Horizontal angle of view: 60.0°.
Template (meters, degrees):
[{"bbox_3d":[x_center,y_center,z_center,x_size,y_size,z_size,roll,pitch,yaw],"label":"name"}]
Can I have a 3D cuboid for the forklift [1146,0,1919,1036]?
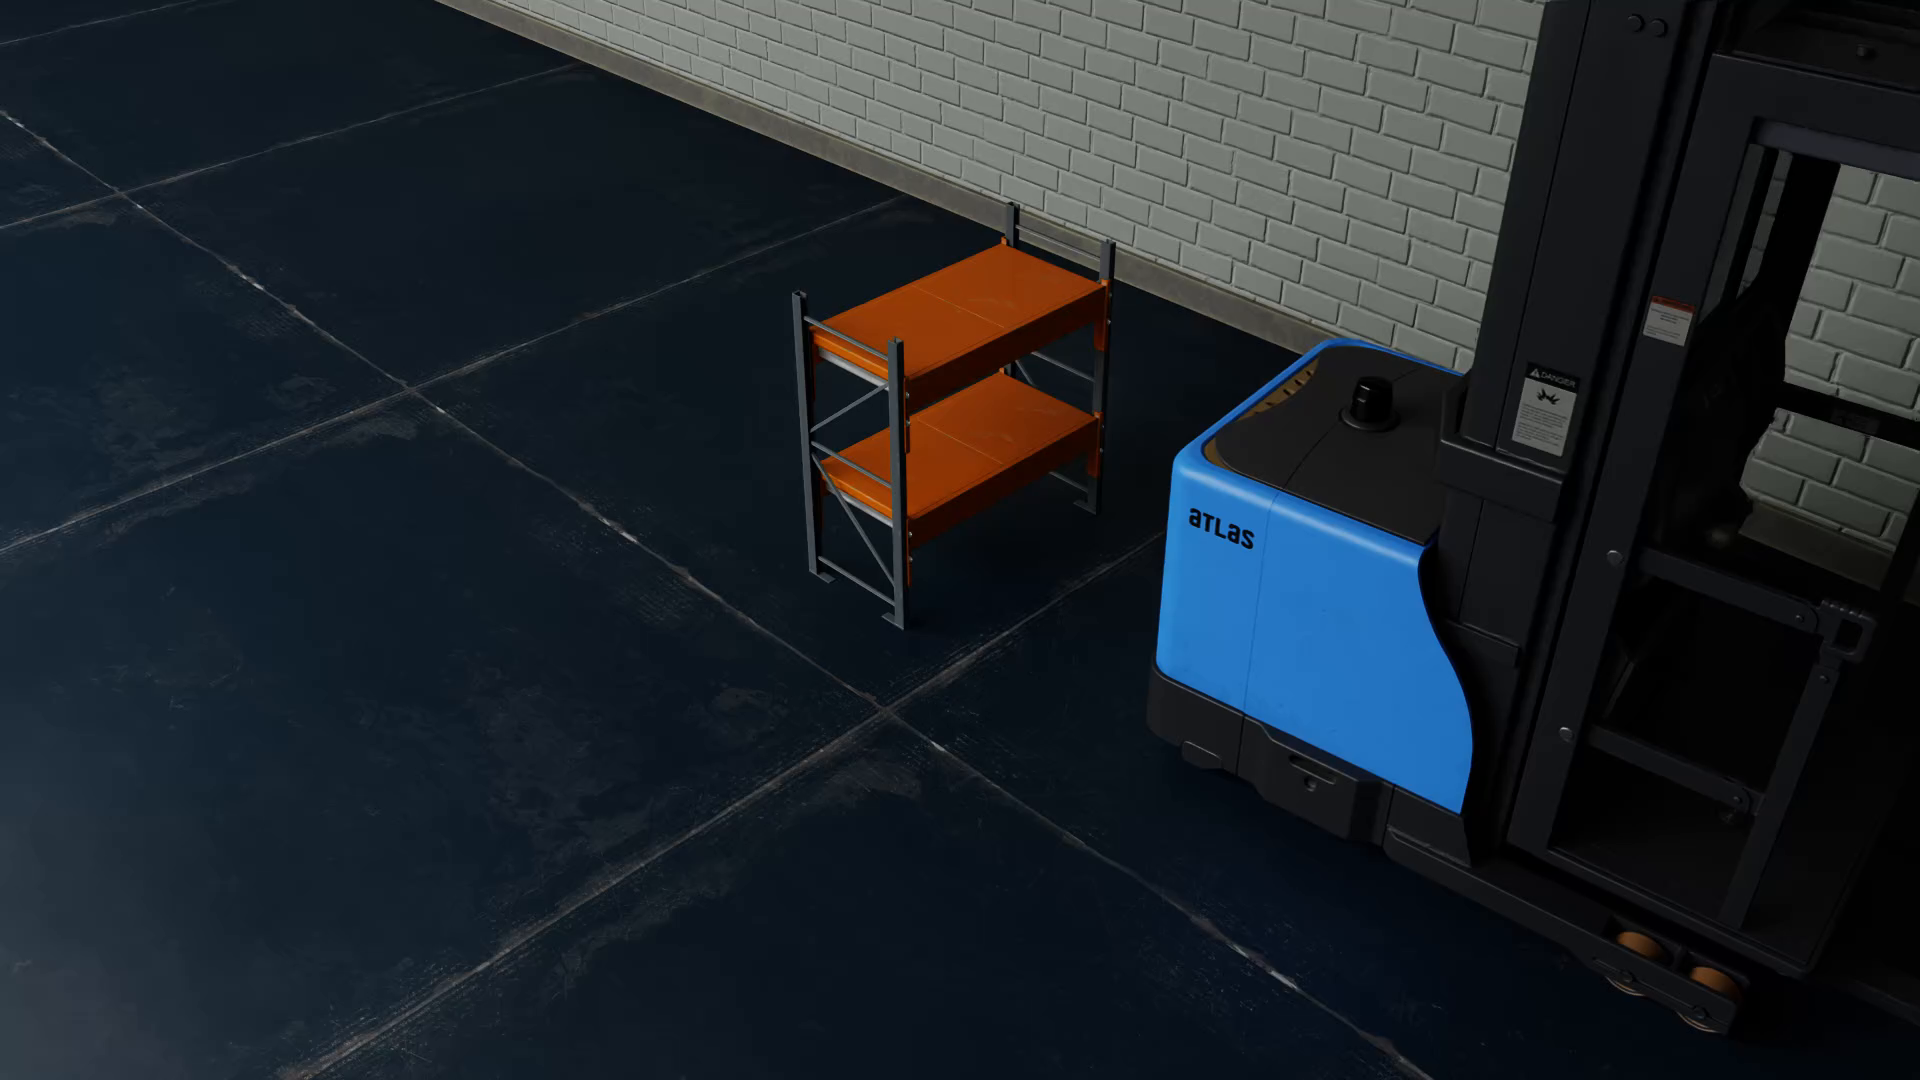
[{"bbox_3d":[2.060,-0.252,4.048,3.031,2.935,1.130,25,42,31],"label":"forklift"}]

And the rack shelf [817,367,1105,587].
[{"bbox_3d":[-0.005,-0.258,6.064,0.538,0.278,1.000,30,45,35],"label":"rack shelf"}]

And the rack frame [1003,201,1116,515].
[{"bbox_3d":[0.353,-0.665,6.220,0.500,1.125,0.032,30,45,35],"label":"rack frame"}]

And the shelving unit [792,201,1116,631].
[{"bbox_3d":[-0.005,-0.459,5.924,0.538,1.125,1.048,30,45,35],"label":"shelving unit"}]

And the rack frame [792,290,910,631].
[{"bbox_3d":[-0.363,-0.252,5.628,0.500,1.125,0.032,30,45,35],"label":"rack frame"}]

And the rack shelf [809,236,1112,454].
[{"bbox_3d":[-0.005,-0.699,5.757,0.538,0.278,1.000,30,45,35],"label":"rack shelf"}]
